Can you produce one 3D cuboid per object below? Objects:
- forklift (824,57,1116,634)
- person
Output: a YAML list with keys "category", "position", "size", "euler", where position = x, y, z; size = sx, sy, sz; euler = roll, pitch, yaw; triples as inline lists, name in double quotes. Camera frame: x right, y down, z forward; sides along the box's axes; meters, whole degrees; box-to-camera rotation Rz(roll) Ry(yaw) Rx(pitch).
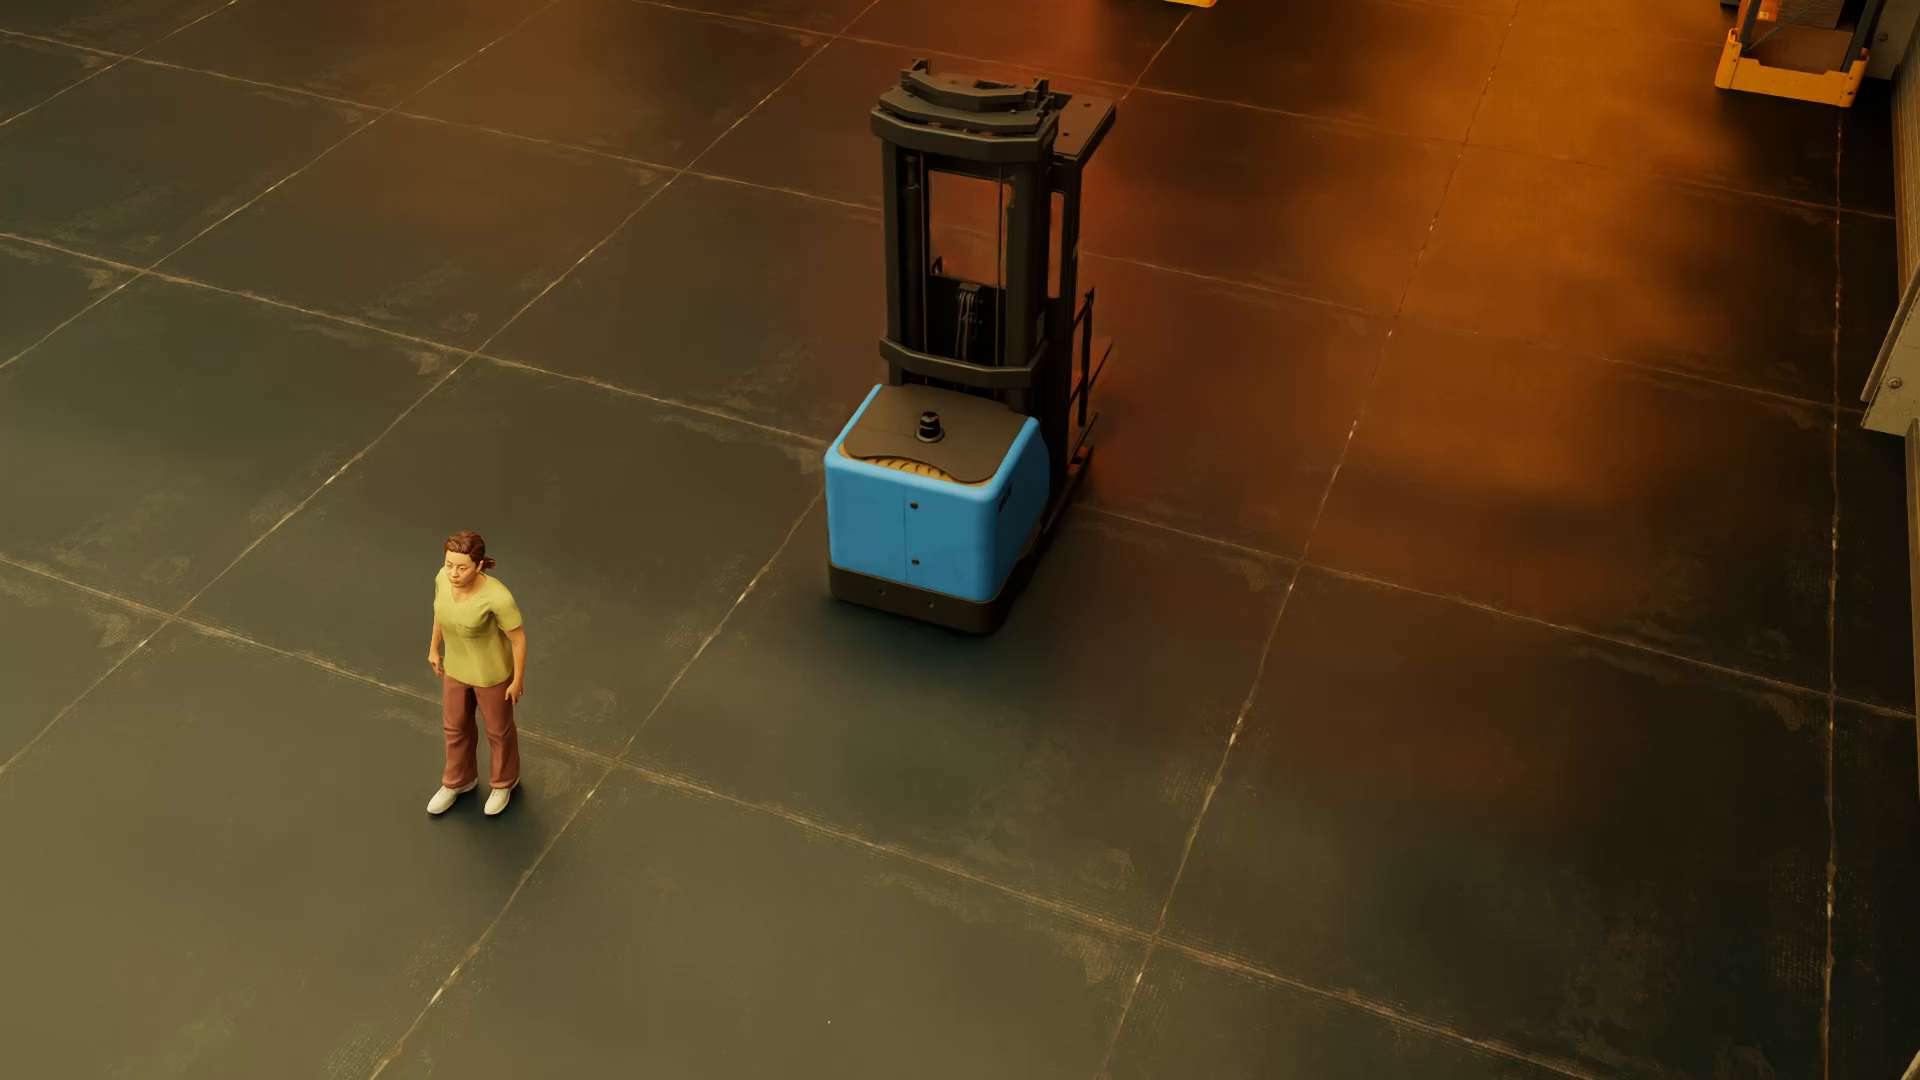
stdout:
- category: "forklift"
  position: [0.222, -1.537, 9.842]
  size: [1.130, 2.935, 3.031]
  euler: [14, 42, 16]
- category: "person"
  position: [-2.404, 0.682, 8.158]
  size: [0.555, 1.673, 0.548]
  euler: [16, 42, 18]
